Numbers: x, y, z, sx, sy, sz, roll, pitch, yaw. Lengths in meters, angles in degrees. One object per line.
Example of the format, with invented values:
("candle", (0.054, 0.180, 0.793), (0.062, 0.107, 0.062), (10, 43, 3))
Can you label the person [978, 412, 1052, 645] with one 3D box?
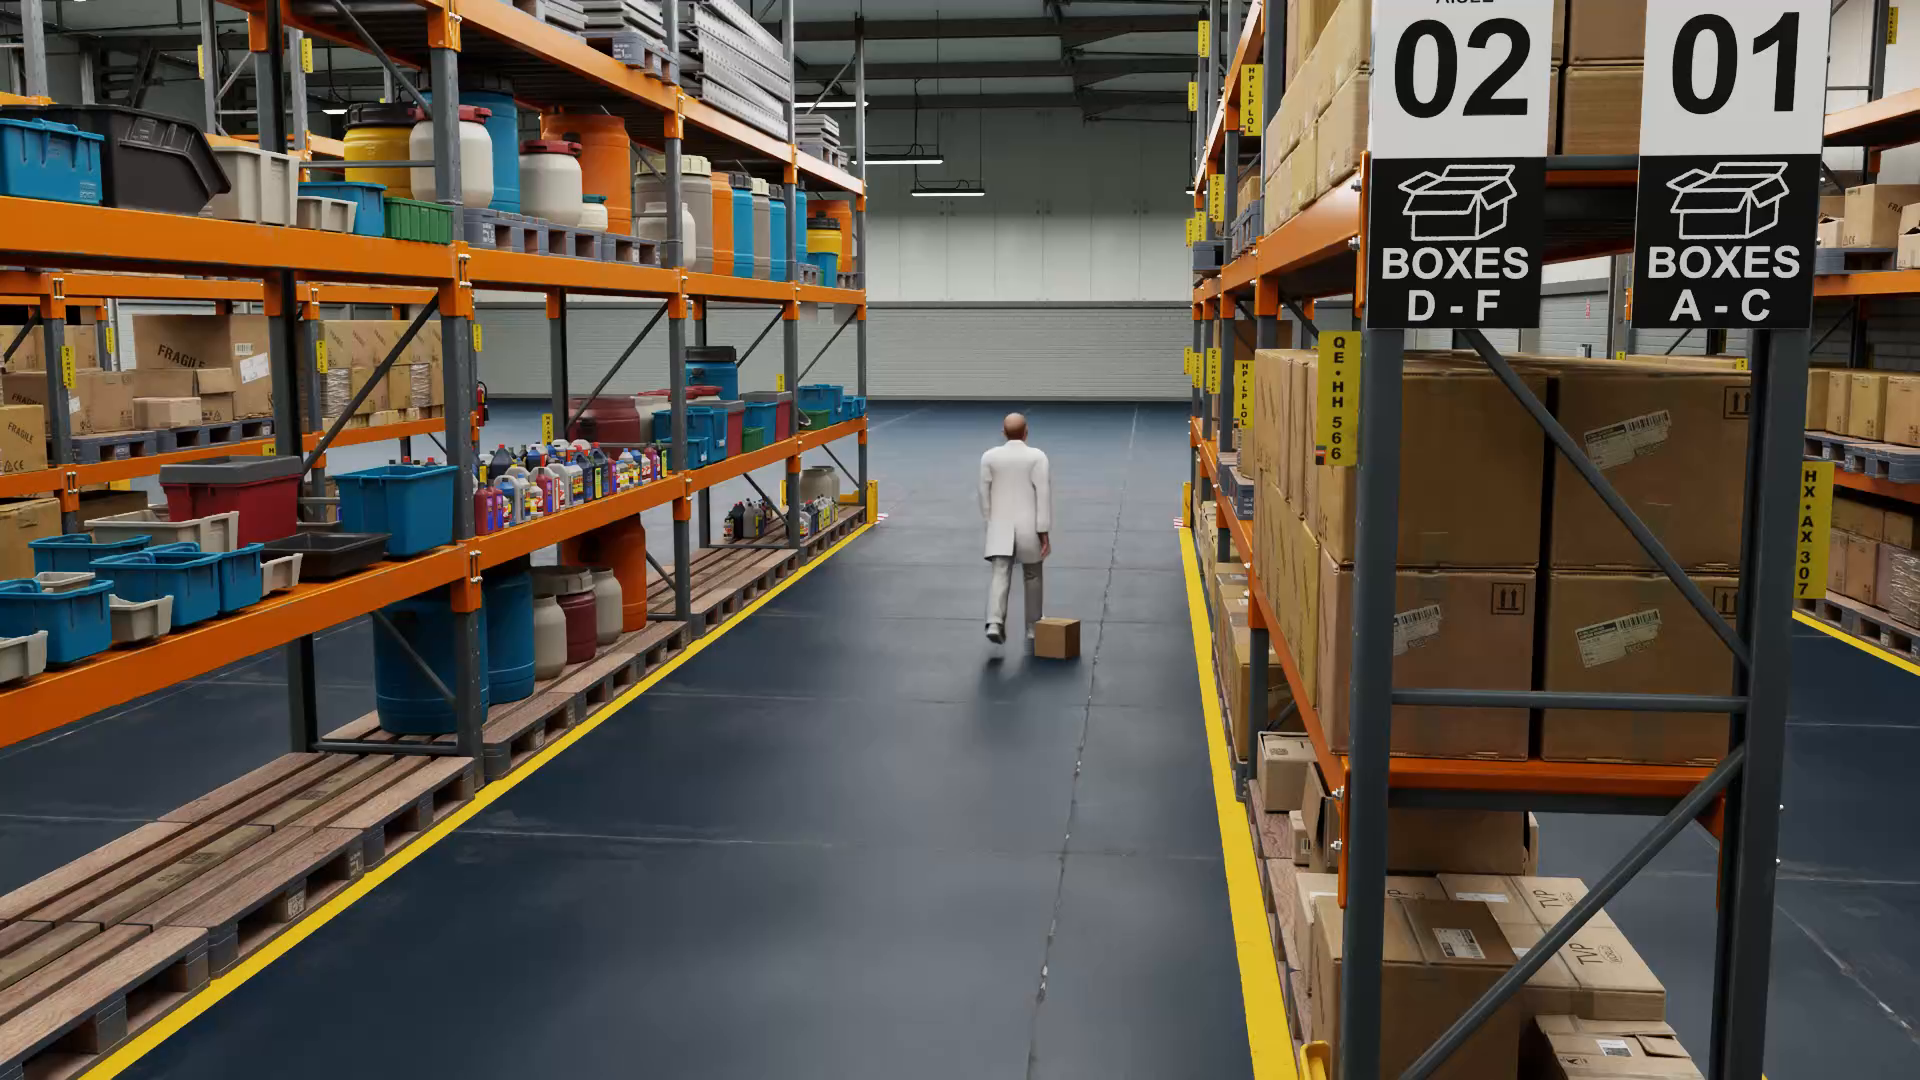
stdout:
("person", (0.412, -0.086, 12.494), (0.576, 1.736, 1.112), (1, 8, 9))
